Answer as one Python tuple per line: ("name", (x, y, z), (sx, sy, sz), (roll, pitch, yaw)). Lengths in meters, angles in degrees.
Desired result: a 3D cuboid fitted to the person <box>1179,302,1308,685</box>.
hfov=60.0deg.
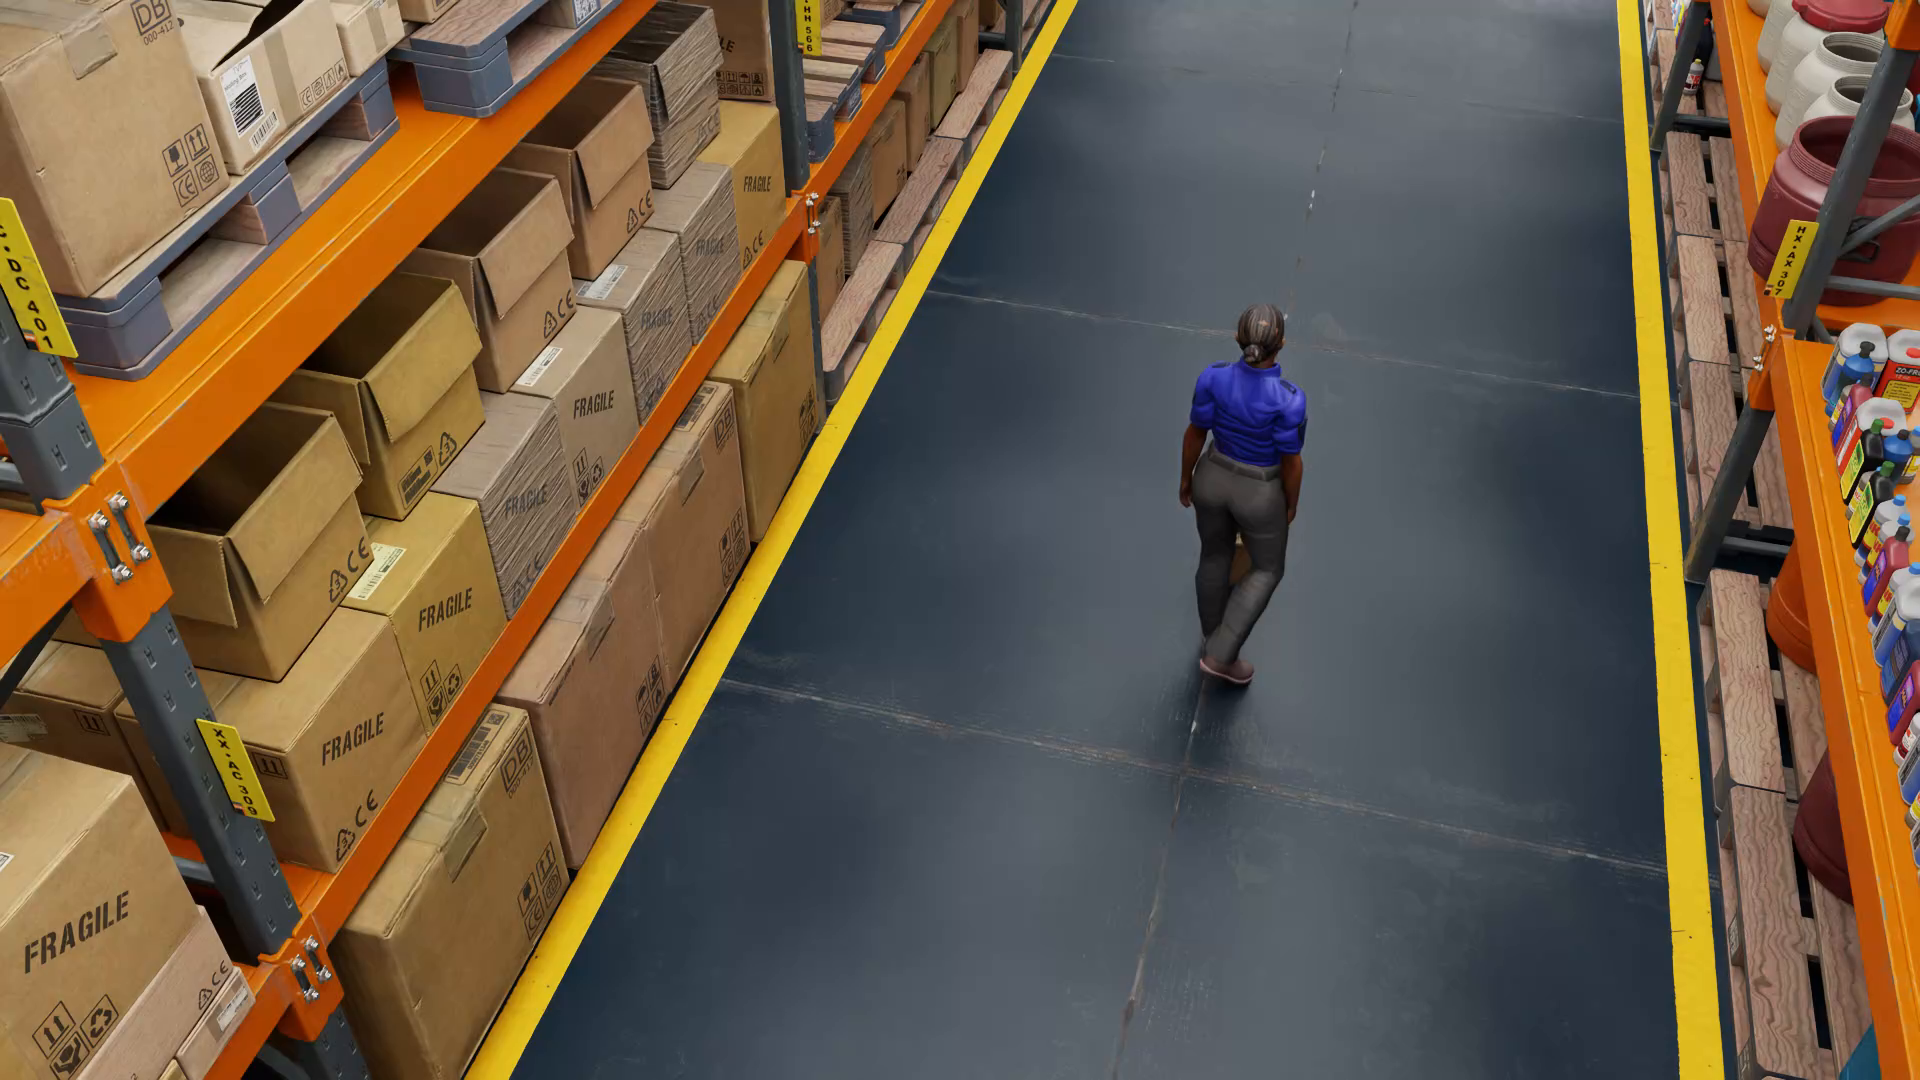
("person", (1.055, -0.174, 6.337), (0.457, 1.652, 0.576), (21, 45, 22))
